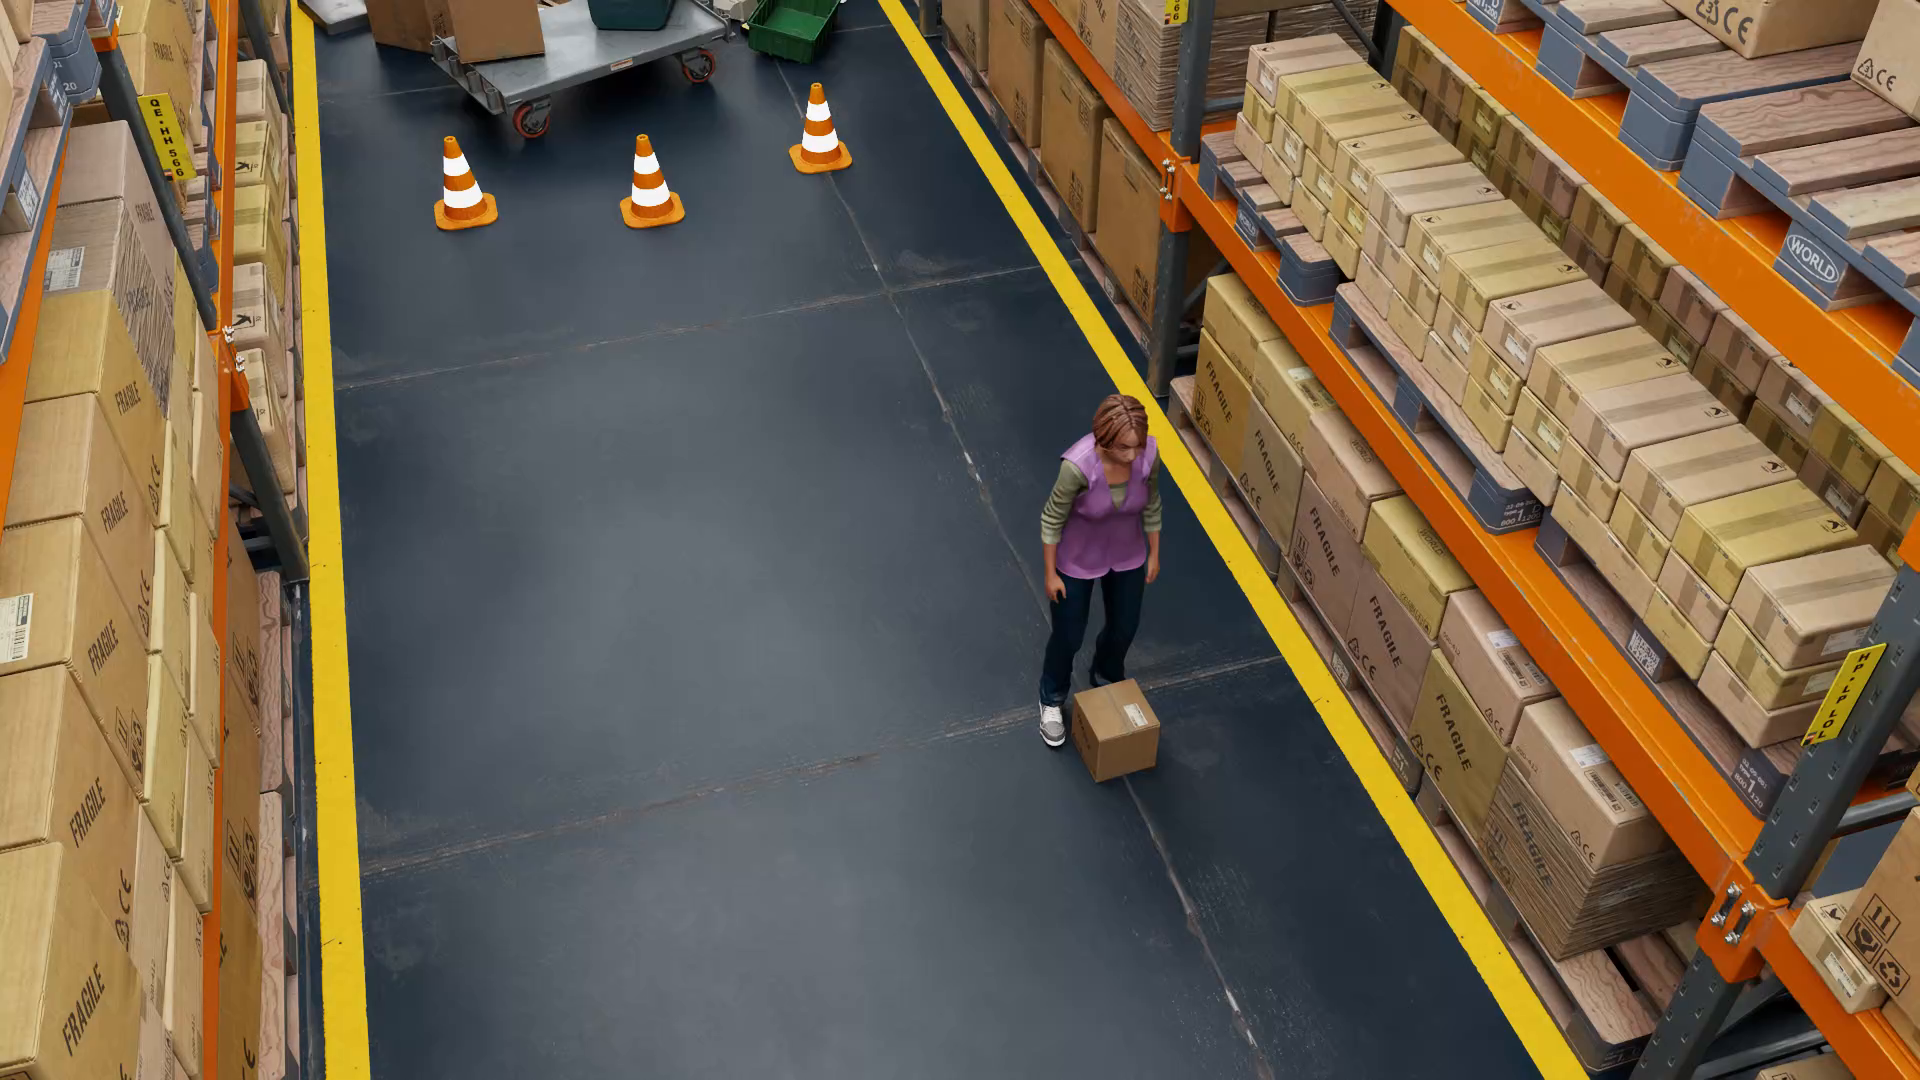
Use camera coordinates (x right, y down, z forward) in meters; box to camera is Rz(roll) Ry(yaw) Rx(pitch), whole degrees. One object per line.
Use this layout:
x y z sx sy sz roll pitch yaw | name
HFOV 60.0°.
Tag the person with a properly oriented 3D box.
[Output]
0.515 0.092 6.069 0.463 1.593 0.365 -12 44 -13 | person
